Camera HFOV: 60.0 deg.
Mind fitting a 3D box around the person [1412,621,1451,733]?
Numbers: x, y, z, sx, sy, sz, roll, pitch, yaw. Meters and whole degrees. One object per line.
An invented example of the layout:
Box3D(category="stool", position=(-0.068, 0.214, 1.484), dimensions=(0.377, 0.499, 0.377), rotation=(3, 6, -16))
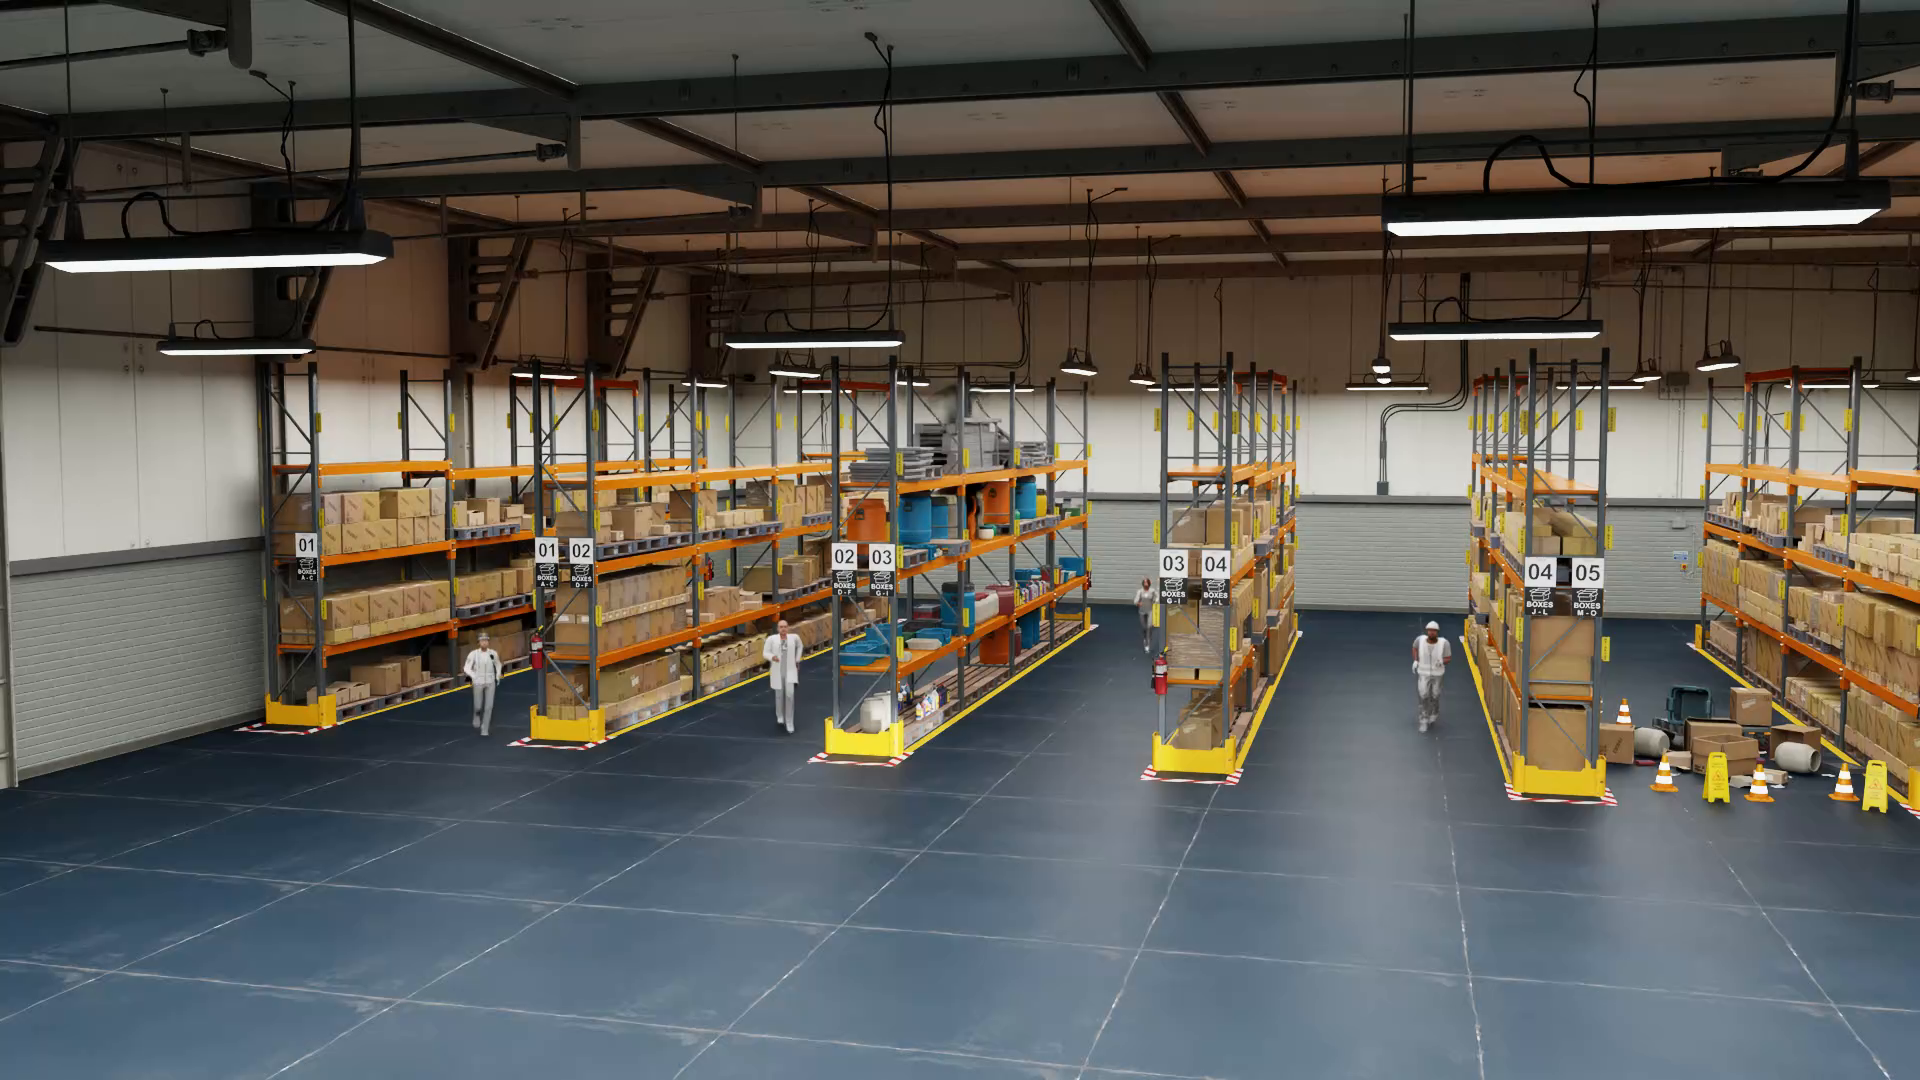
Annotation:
Box3D(category="person", position=(7.696, 2.220, 27.150), dimensions=(0.601, 1.817, 0.905), rotation=(1, 4, 12))

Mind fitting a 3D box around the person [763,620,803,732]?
Box3D(category="person", position=(-2.898, 2.210, 27.190), dimensions=(0.640, 1.835, 0.908), rotation=(0, 4, -3))

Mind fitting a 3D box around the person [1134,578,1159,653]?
Box3D(category="person", position=(4.086, 1.628, 36.480), dimensions=(0.537, 1.609, 0.875), rotation=(1, 4, 11))

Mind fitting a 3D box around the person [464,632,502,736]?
Box3D(category="person", position=(-7.648, 2.295, 26.717), dimensions=(0.609, 1.653, 0.611), rotation=(-2, 4, -25))
